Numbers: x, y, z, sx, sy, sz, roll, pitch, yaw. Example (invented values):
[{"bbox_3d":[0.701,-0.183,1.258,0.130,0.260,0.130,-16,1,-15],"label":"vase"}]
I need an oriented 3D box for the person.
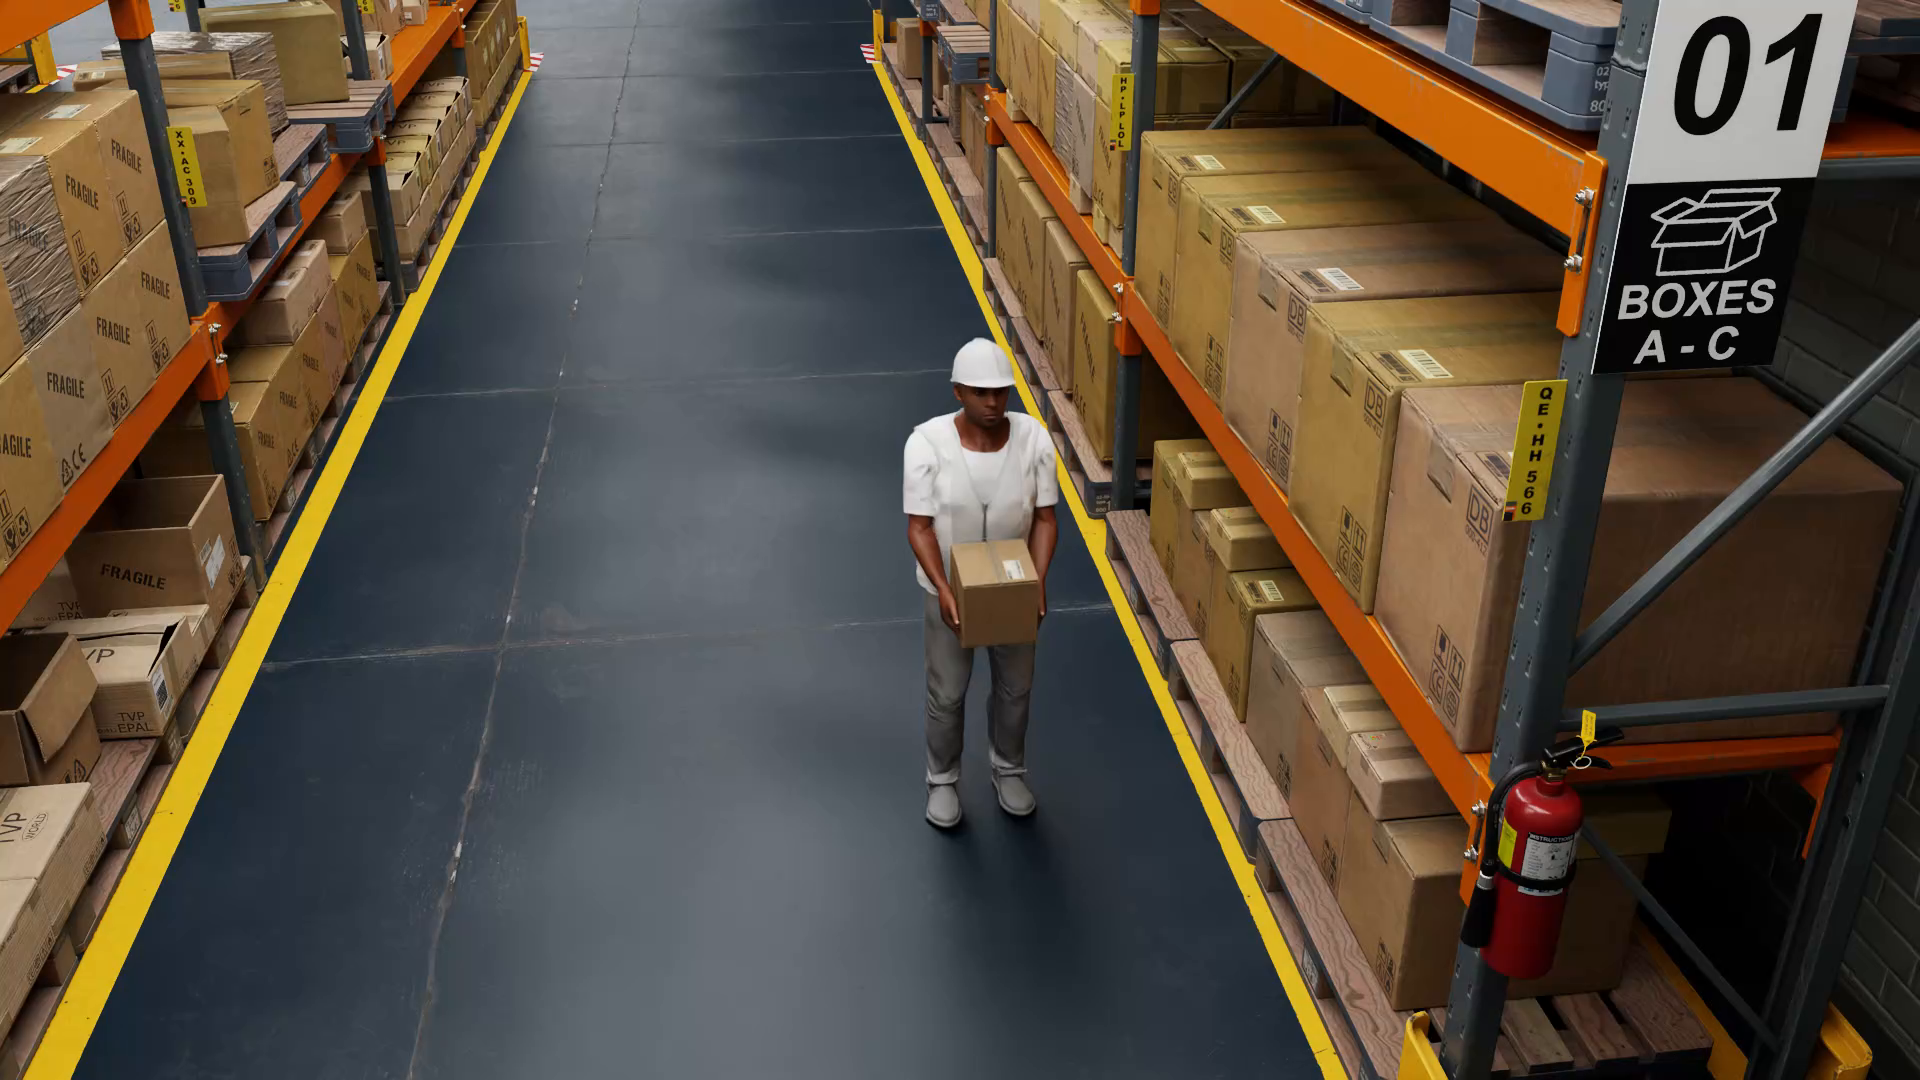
[{"bbox_3d":[0.086,0.195,5.707,0.535,1.769,0.560,-4,27,-9],"label":"person"}]
